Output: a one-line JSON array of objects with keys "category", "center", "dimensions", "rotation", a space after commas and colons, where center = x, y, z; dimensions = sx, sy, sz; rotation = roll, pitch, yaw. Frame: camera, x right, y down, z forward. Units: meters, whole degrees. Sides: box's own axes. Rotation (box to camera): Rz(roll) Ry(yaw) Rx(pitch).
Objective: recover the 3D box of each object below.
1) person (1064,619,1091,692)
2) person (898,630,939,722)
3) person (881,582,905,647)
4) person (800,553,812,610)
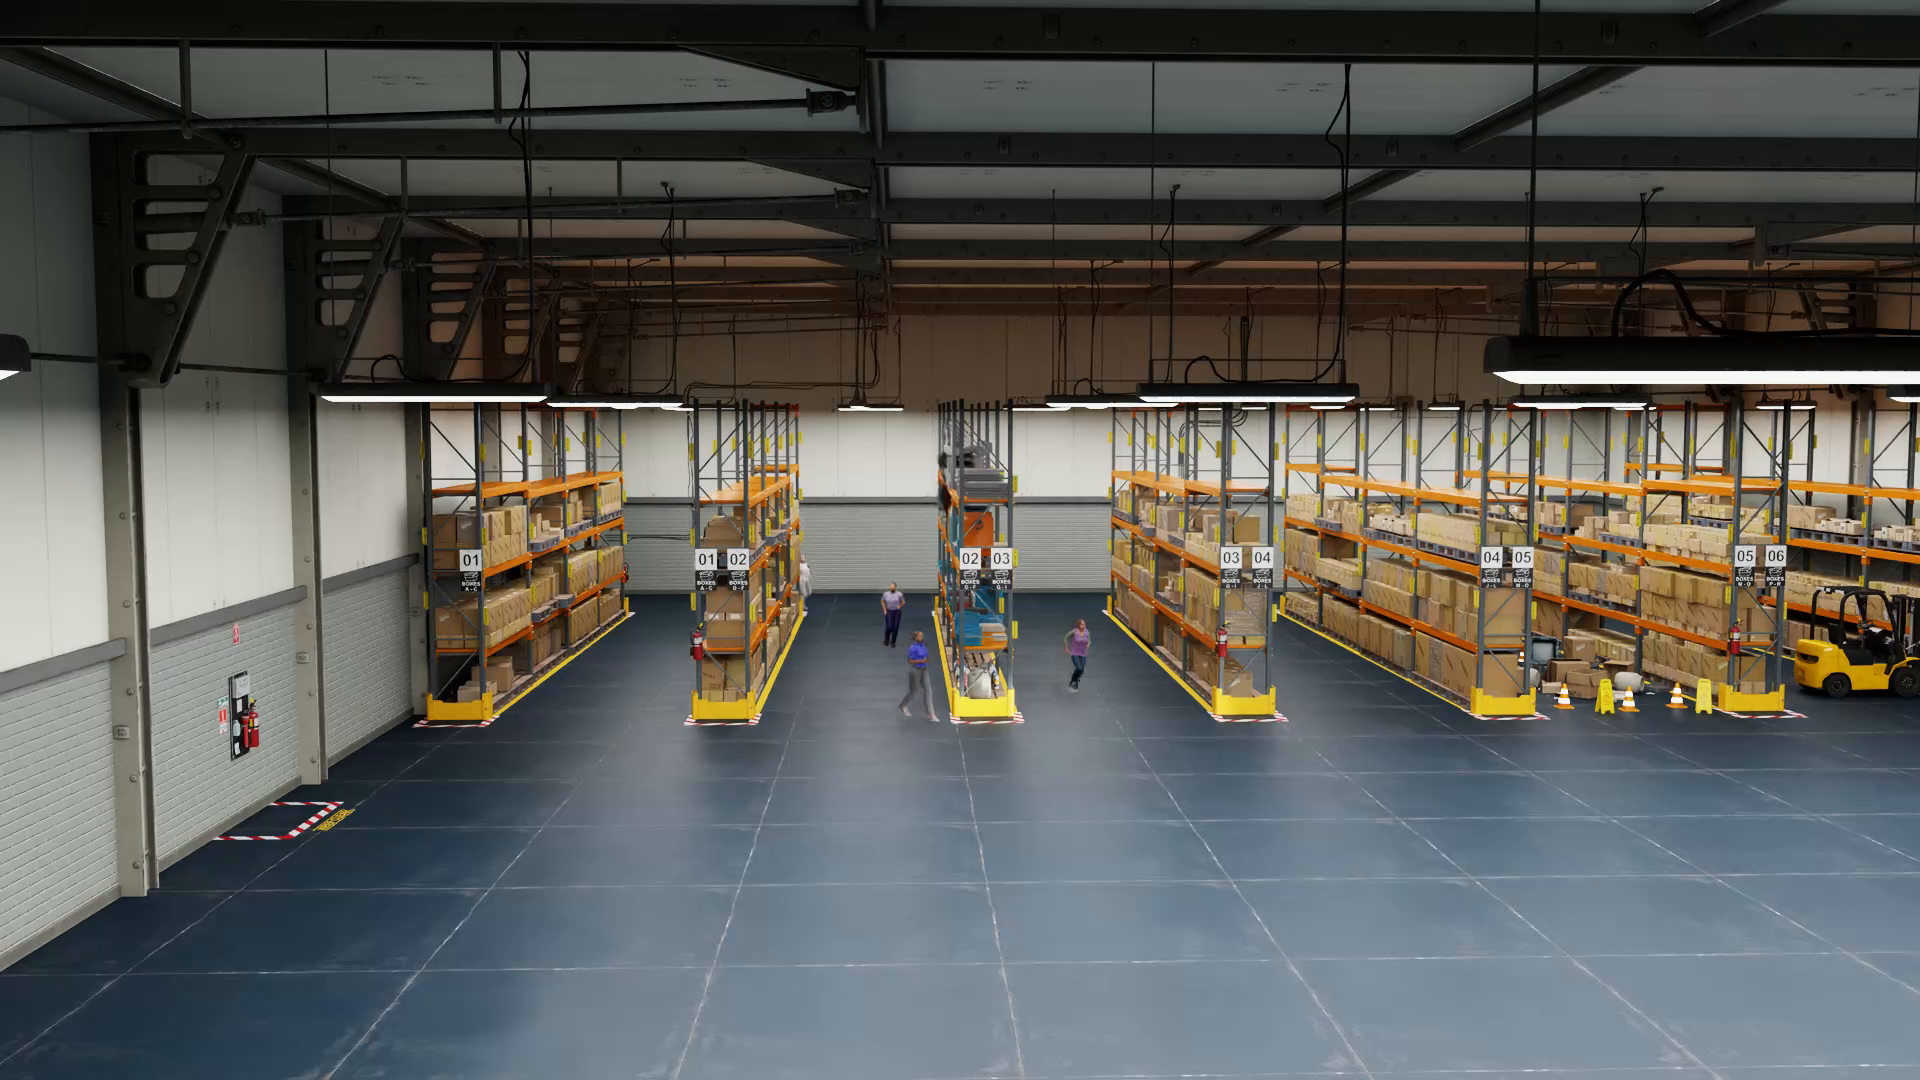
[{"category": "person", "center": [2.424, 2.359, 33.954], "dimensions": [0.496, 1.526, 0.695], "rotation": [-2, 5, -24]}, {"category": "person", "center": [-0.781, 2.521, 31.066], "dimensions": [0.876, 1.682, 0.571], "rotation": [4, 6, 39]}, {"category": "person", "center": [-1.628, 1.827, 40.664], "dimensions": [0.587, 1.613, 0.568], "rotation": [0, 4, -5]}, {"category": "person", "center": [-4.589, 1.211, 48.650], "dimensions": [0.612, 1.636, 0.574], "rotation": [-4, 6, -44]}]
